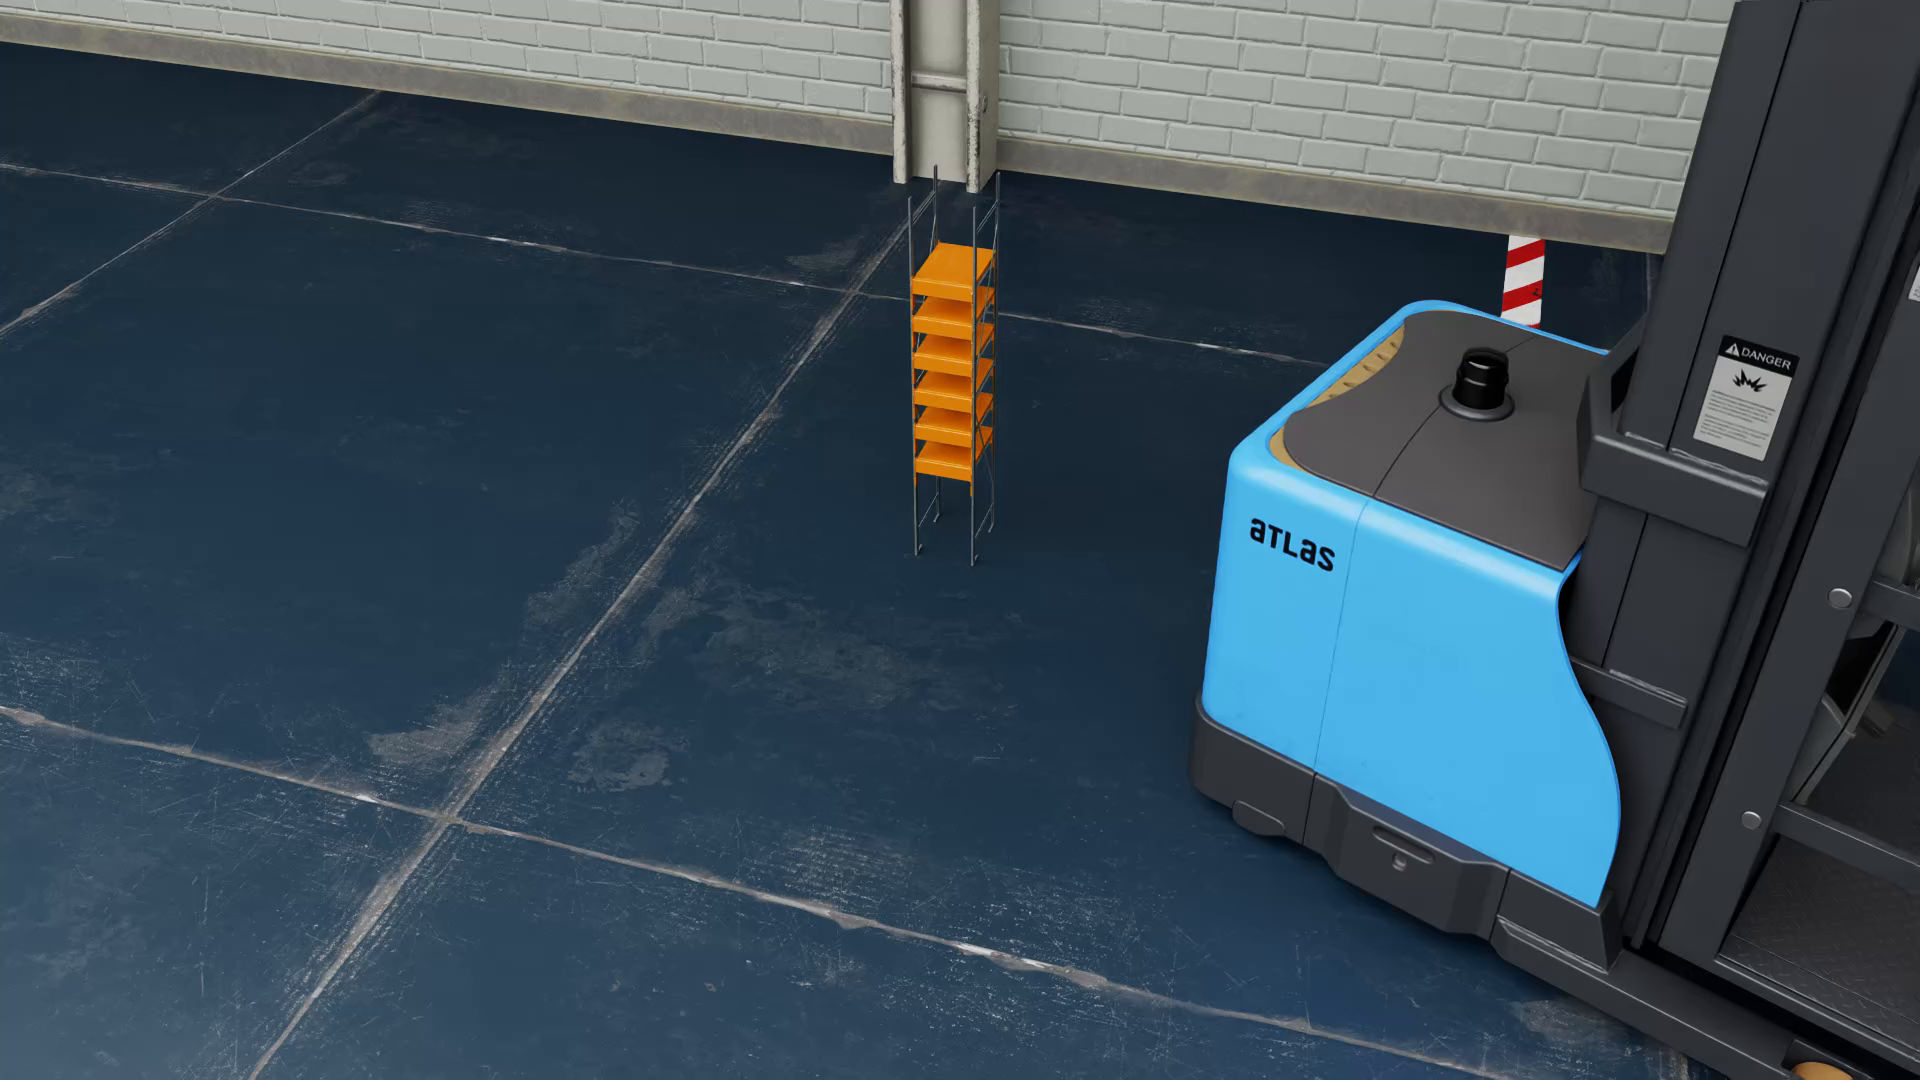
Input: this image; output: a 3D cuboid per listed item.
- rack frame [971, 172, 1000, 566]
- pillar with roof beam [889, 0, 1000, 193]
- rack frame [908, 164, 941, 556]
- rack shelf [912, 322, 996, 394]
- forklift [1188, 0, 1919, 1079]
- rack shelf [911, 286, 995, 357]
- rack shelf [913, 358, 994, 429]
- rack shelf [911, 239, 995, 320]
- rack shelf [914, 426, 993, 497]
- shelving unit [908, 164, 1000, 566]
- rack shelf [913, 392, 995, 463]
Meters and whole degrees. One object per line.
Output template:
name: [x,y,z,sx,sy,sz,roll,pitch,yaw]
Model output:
rack frame: [0.074,-0.470,4.876,0.006,1.200,0.240,10,38,14]
pillar with roof beam: [-1.346,-2.838,1.514,0.400,9.000,9.100,10,38,14]
rack frame: [-0.101,-0.502,4.920,0.006,1.200,0.240,10,38,14]
rack shelf: [-0.014,-0.547,4.853,0.180,0.103,0.258,10,38,14]
forklift: [2.060,-0.195,3.043,3.031,2.935,1.130,25,43,30]
rack shelf: [-0.014,-0.643,4.782,0.180,0.103,0.258,10,38,14]
rack shelf: [-0.014,-0.450,4.924,0.180,0.103,0.258,10,38,14]
rack shelf: [-0.014,-0.740,4.711,0.180,0.103,0.258,10,38,14]
rack shelf: [-0.014,-0.257,5.066,0.180,0.103,0.258,10,38,14]
shelving unit: [-0.014,-0.486,4.898,0.189,1.200,0.258,10,38,14]
rack shelf: [-0.014,-0.353,4.995,0.180,0.103,0.258,10,38,14]
